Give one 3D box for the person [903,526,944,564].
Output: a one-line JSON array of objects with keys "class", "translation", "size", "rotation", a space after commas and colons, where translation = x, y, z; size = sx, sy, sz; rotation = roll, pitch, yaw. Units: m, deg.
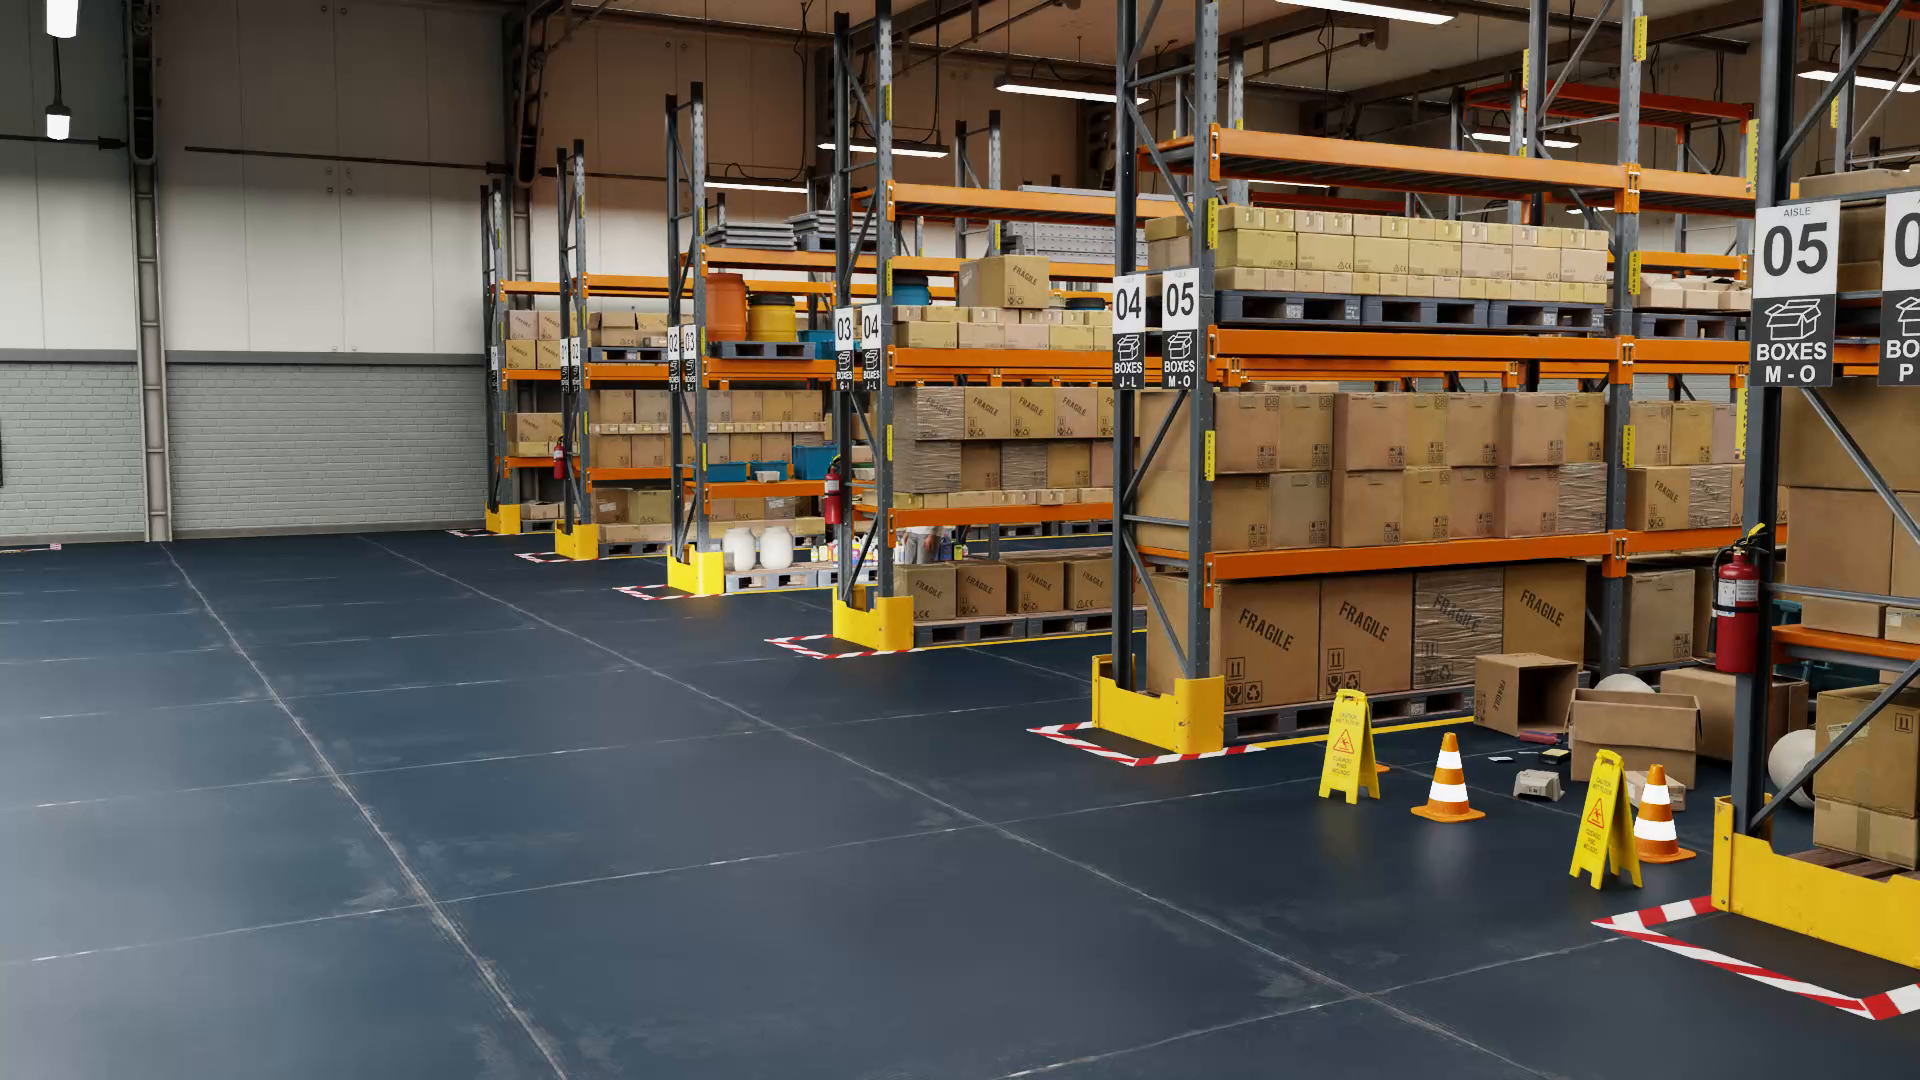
[{"class": "person", "translation": [-0.412, -0.047, 17.629], "size": [0.462, 1.771, 0.579], "rotation": [-3, 6, -32]}]
